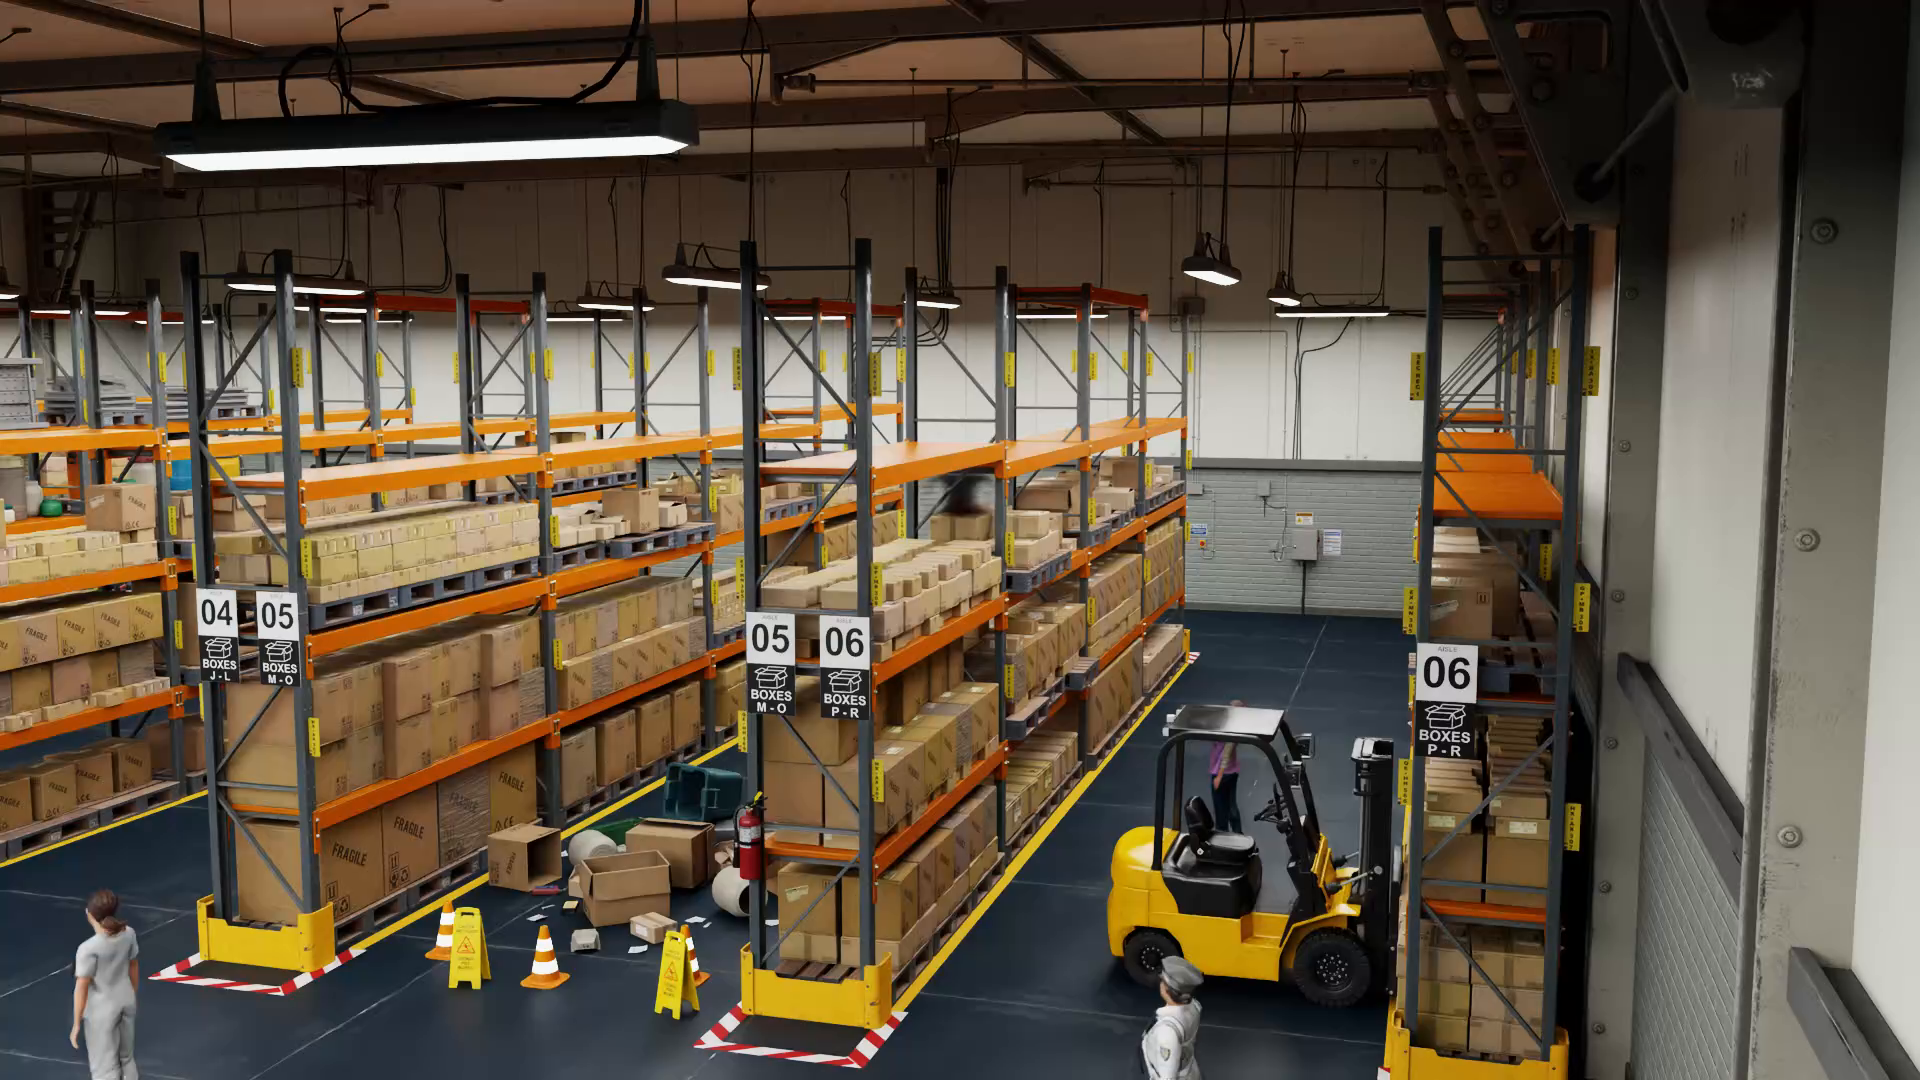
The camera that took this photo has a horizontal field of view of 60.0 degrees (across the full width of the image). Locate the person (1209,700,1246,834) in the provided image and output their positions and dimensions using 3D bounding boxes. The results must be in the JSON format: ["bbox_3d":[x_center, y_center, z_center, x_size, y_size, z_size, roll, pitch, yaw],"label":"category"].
[{"bbox_3d":[2.762,2.450,17.383,0.417,1.575,0.474,5,8,37],"label":"person"}]

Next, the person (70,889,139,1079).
[{"bbox_3d":[-5.588,3.130,10.916,0.372,1.710,0.560,2,7,15],"label":"person"}]

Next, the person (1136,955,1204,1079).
[{"bbox_3d":[1.251,3.251,9.742,0.398,1.725,0.632,2,7,15],"label":"person"}]
